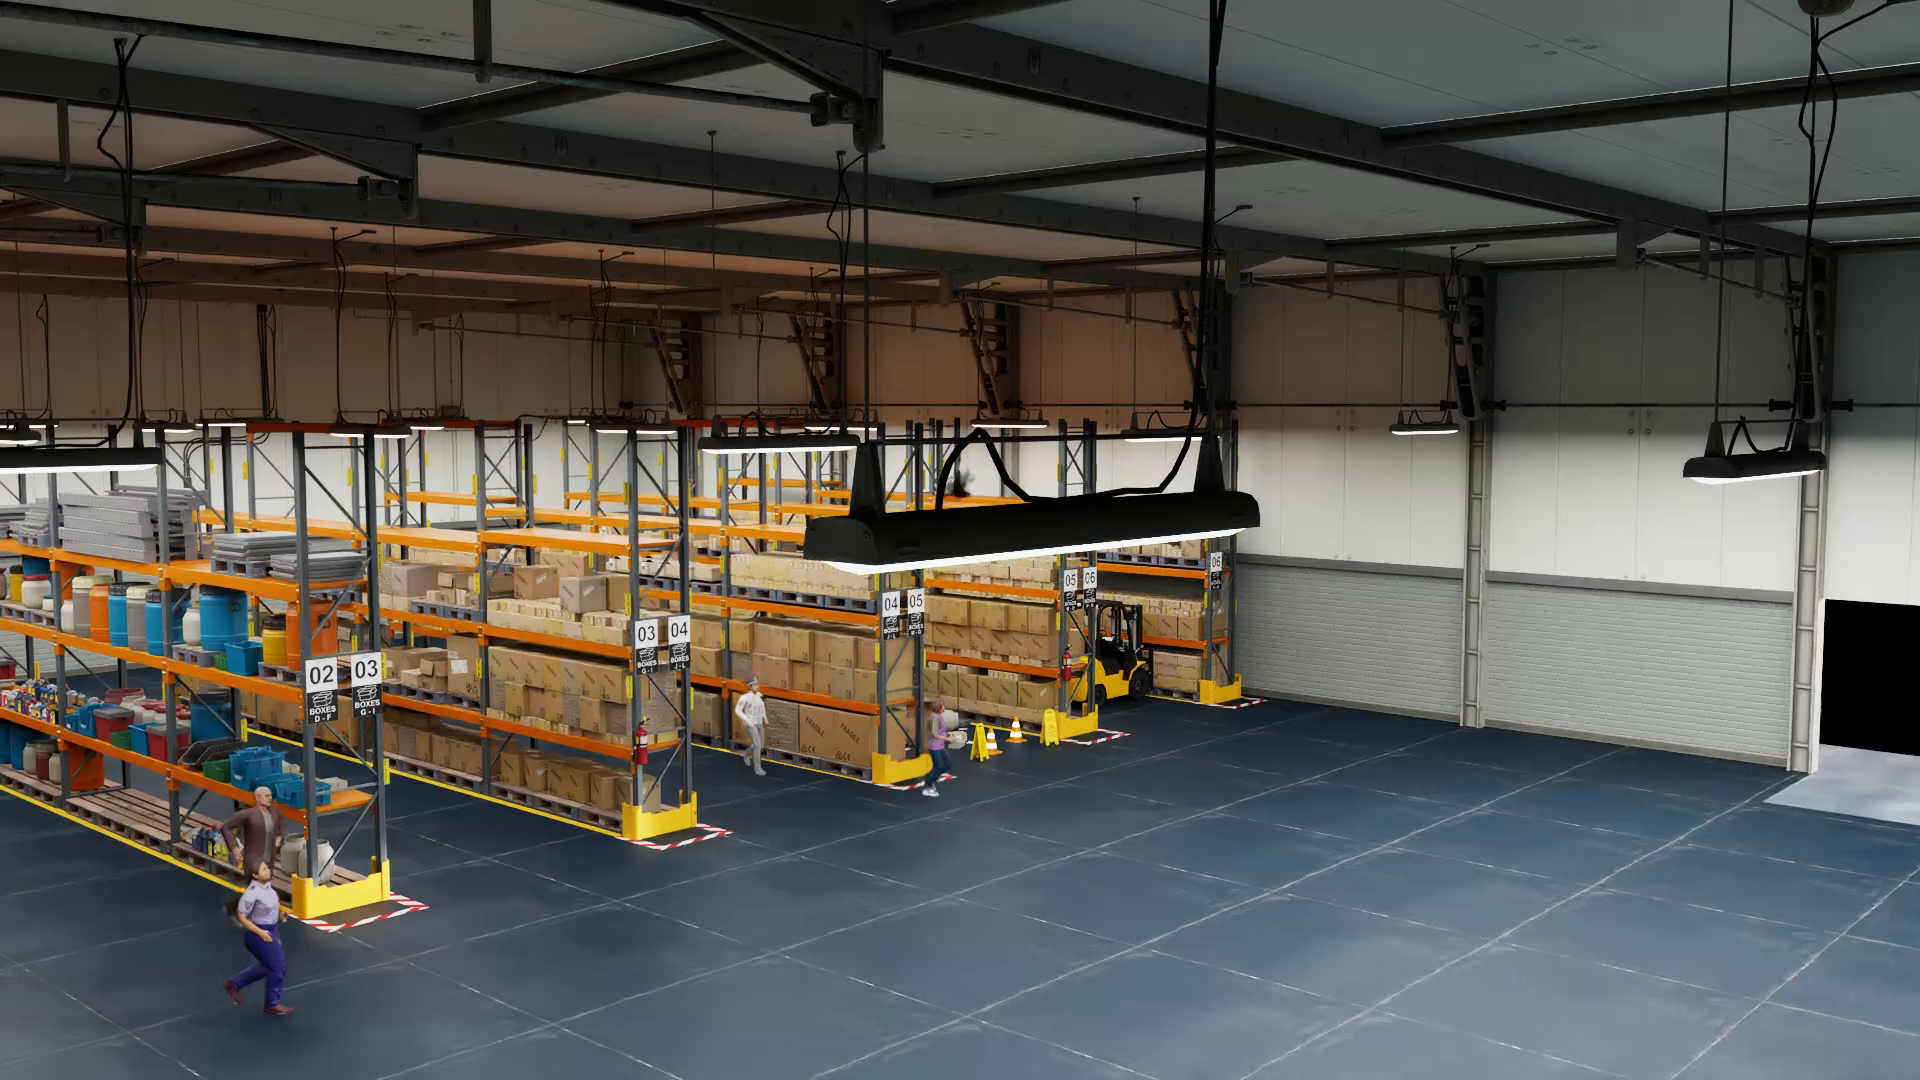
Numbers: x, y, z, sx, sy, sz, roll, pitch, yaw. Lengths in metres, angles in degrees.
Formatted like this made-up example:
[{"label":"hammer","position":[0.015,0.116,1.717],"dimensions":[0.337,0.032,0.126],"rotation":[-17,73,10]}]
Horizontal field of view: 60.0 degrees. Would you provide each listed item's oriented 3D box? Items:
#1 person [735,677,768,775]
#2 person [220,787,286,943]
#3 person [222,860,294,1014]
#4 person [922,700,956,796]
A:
[{"label":"person","position":[-3.579,3.172,28.559],"dimensions":[0.636,1.674,0.627],"rotation":[4,6,40]},{"label":"person","position":[-8.370,3.834,19.853],"dimensions":[1.028,1.782,0.749],"rotation":[2,5,25]},{"label":"person","position":[-7.309,4.125,17.262],"dimensions":[0.693,1.637,0.602],"rotation":[-1,5,-14]},{"label":"person","position":[-0.337,3.353,26.825],"dimensions":[0.564,1.567,0.547],"rotation":[1,5,7]}]
